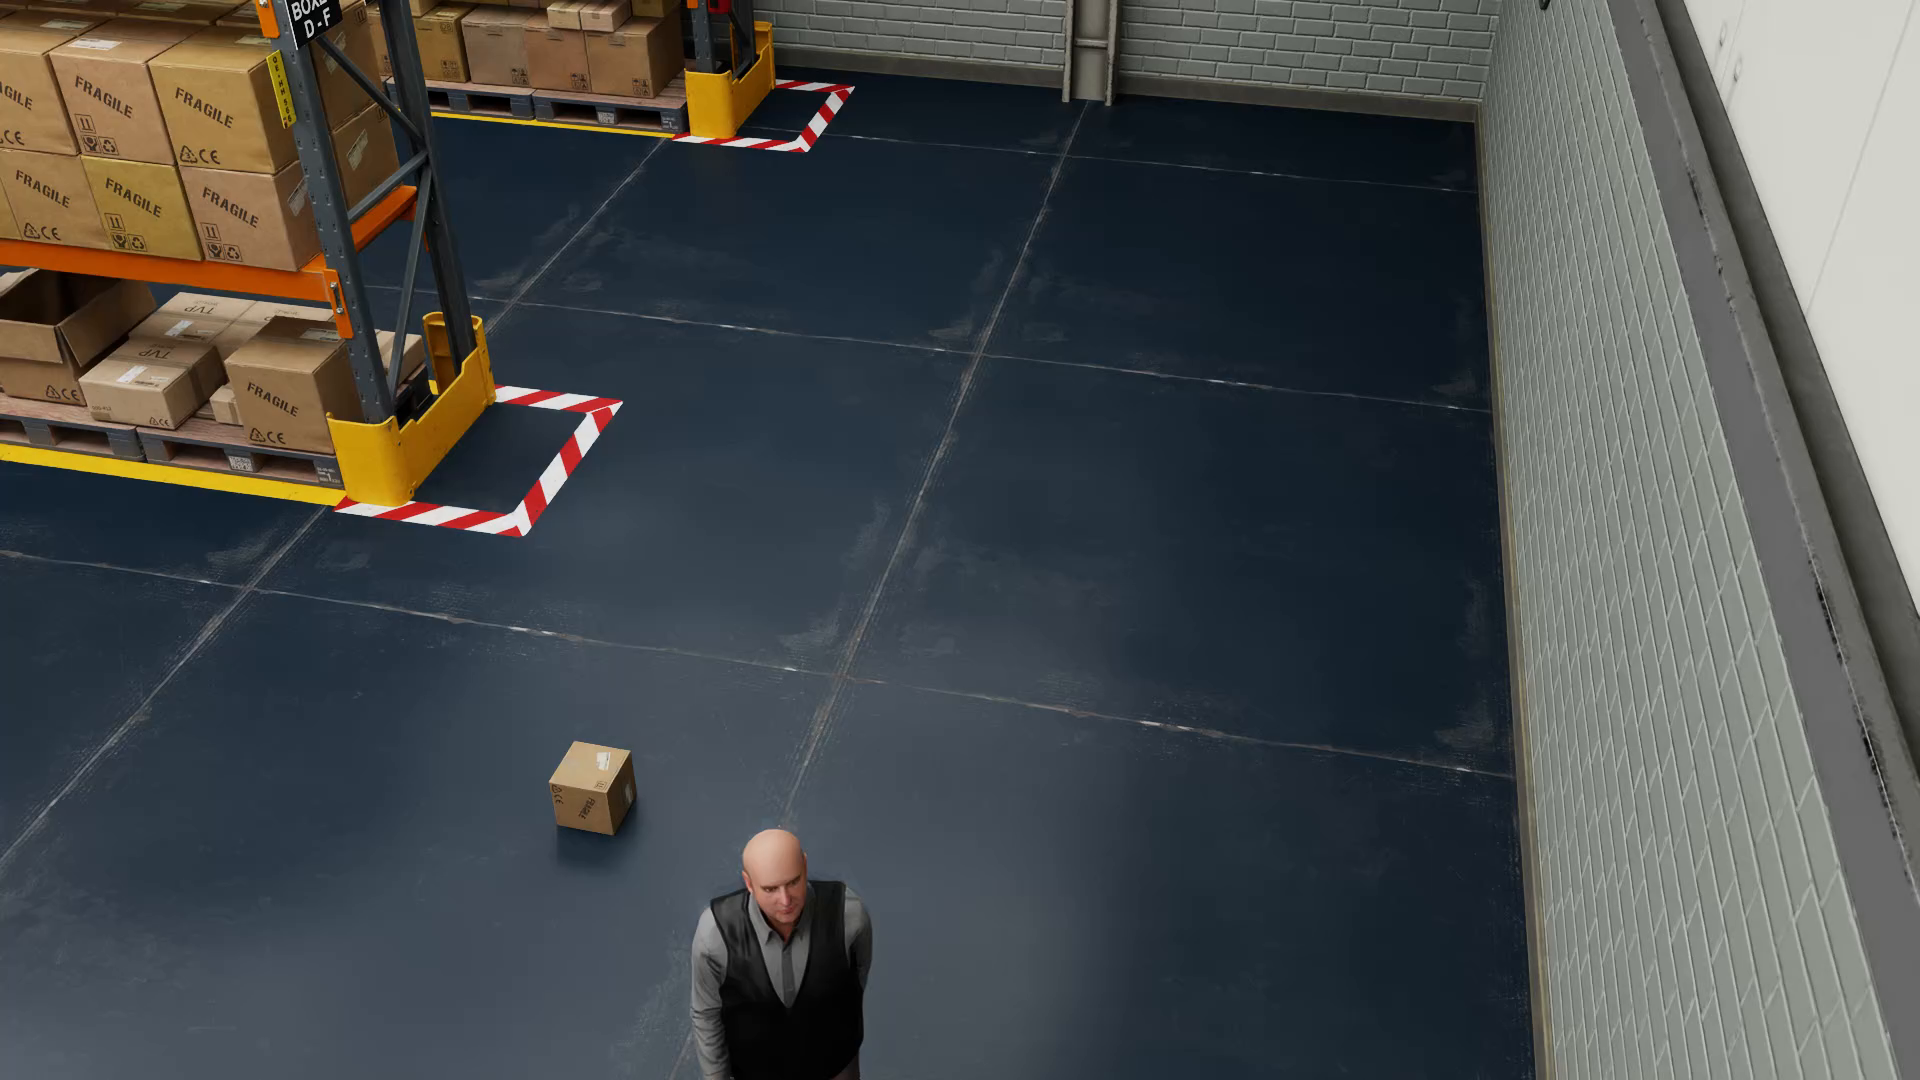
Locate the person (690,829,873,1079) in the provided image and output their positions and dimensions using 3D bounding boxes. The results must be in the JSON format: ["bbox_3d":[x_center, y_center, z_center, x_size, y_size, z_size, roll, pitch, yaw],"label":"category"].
[{"bbox_3d":[-0.505,1.531,4.903,0.533,1.667,1.040,-4,37,-5],"label":"person"}]
